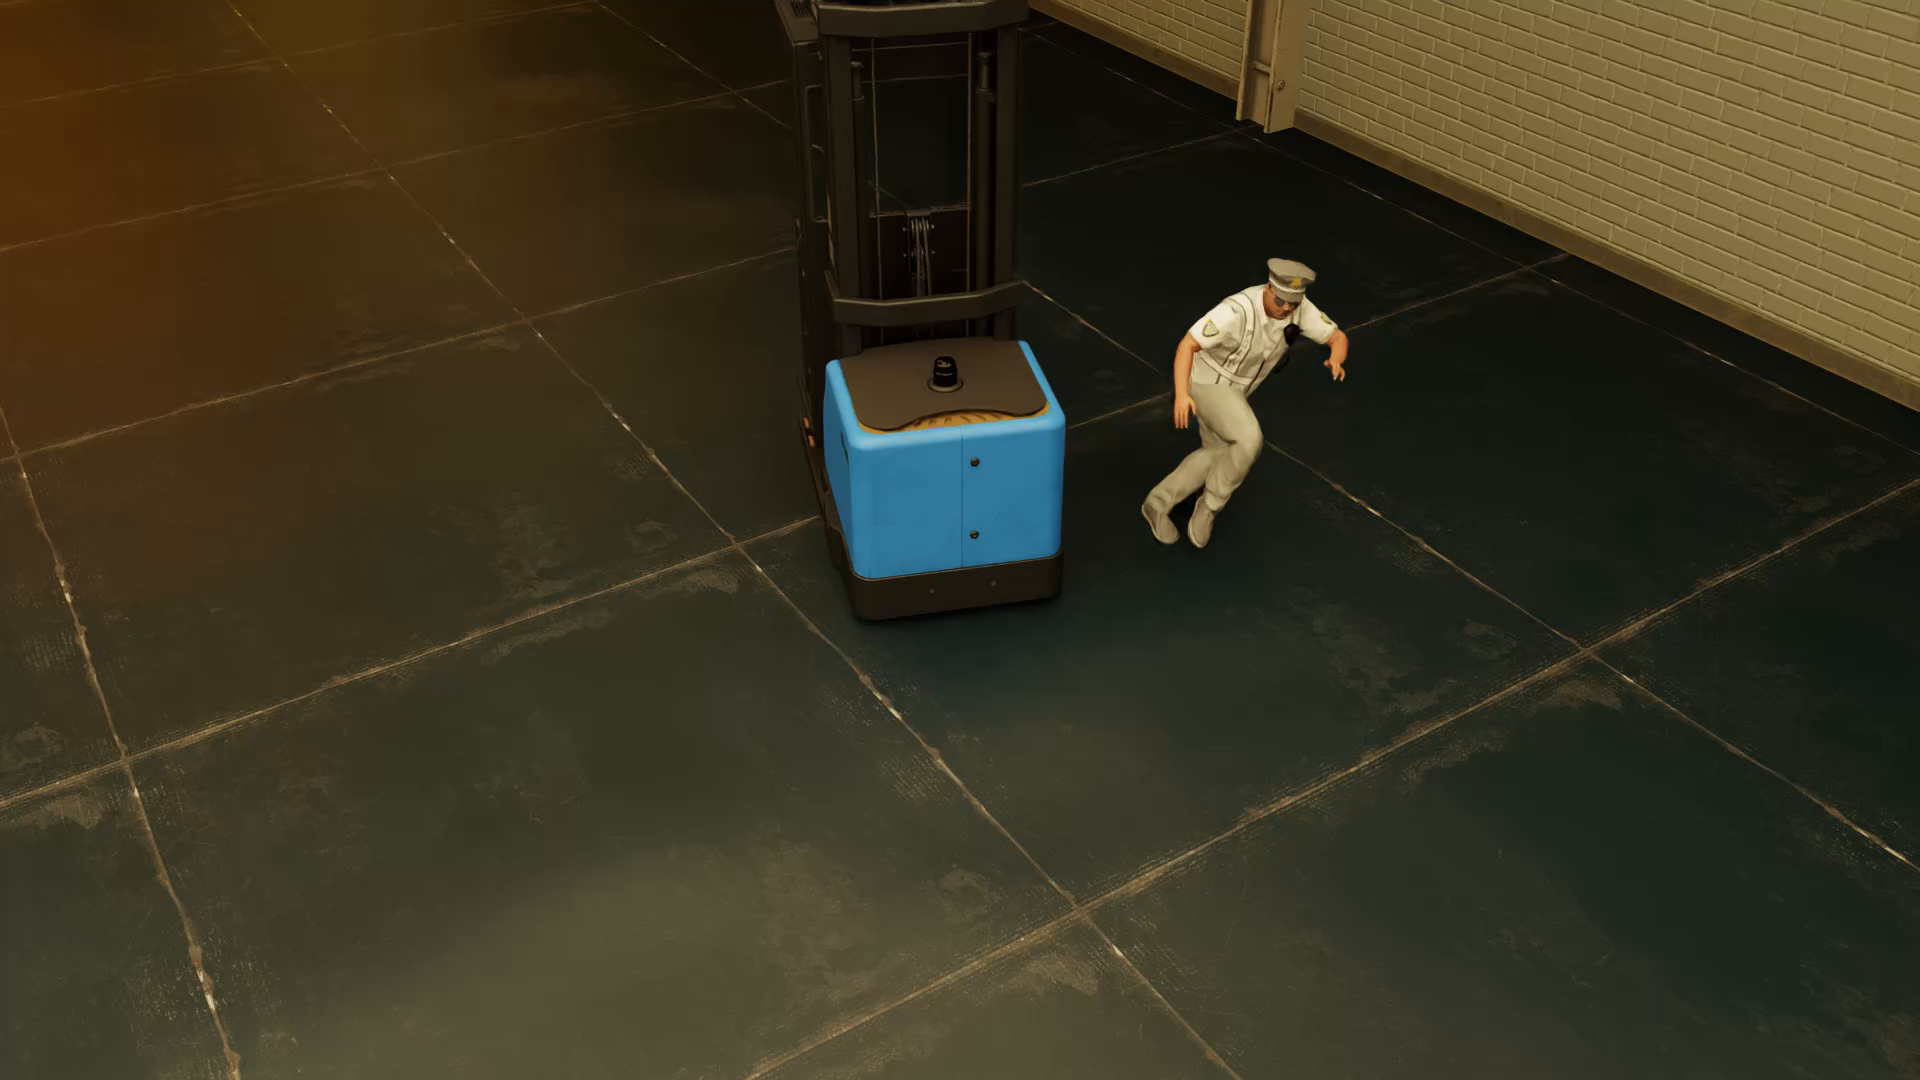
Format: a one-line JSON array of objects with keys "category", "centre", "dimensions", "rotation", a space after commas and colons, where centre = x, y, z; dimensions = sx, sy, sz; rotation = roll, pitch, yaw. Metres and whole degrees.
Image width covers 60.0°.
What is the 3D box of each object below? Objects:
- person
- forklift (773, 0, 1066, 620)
[{"category": "person", "centre": [1.427, -0.682, 8.373], "dimensions": [0.990, 1.521, 0.918], "rotation": [-26, 43, -32]}, {"category": "forklift", "centre": [-0.301, -1.656, 8.505], "dimensions": [1.130, 2.935, 3.031], "rotation": [-7, 36, -10]}]
